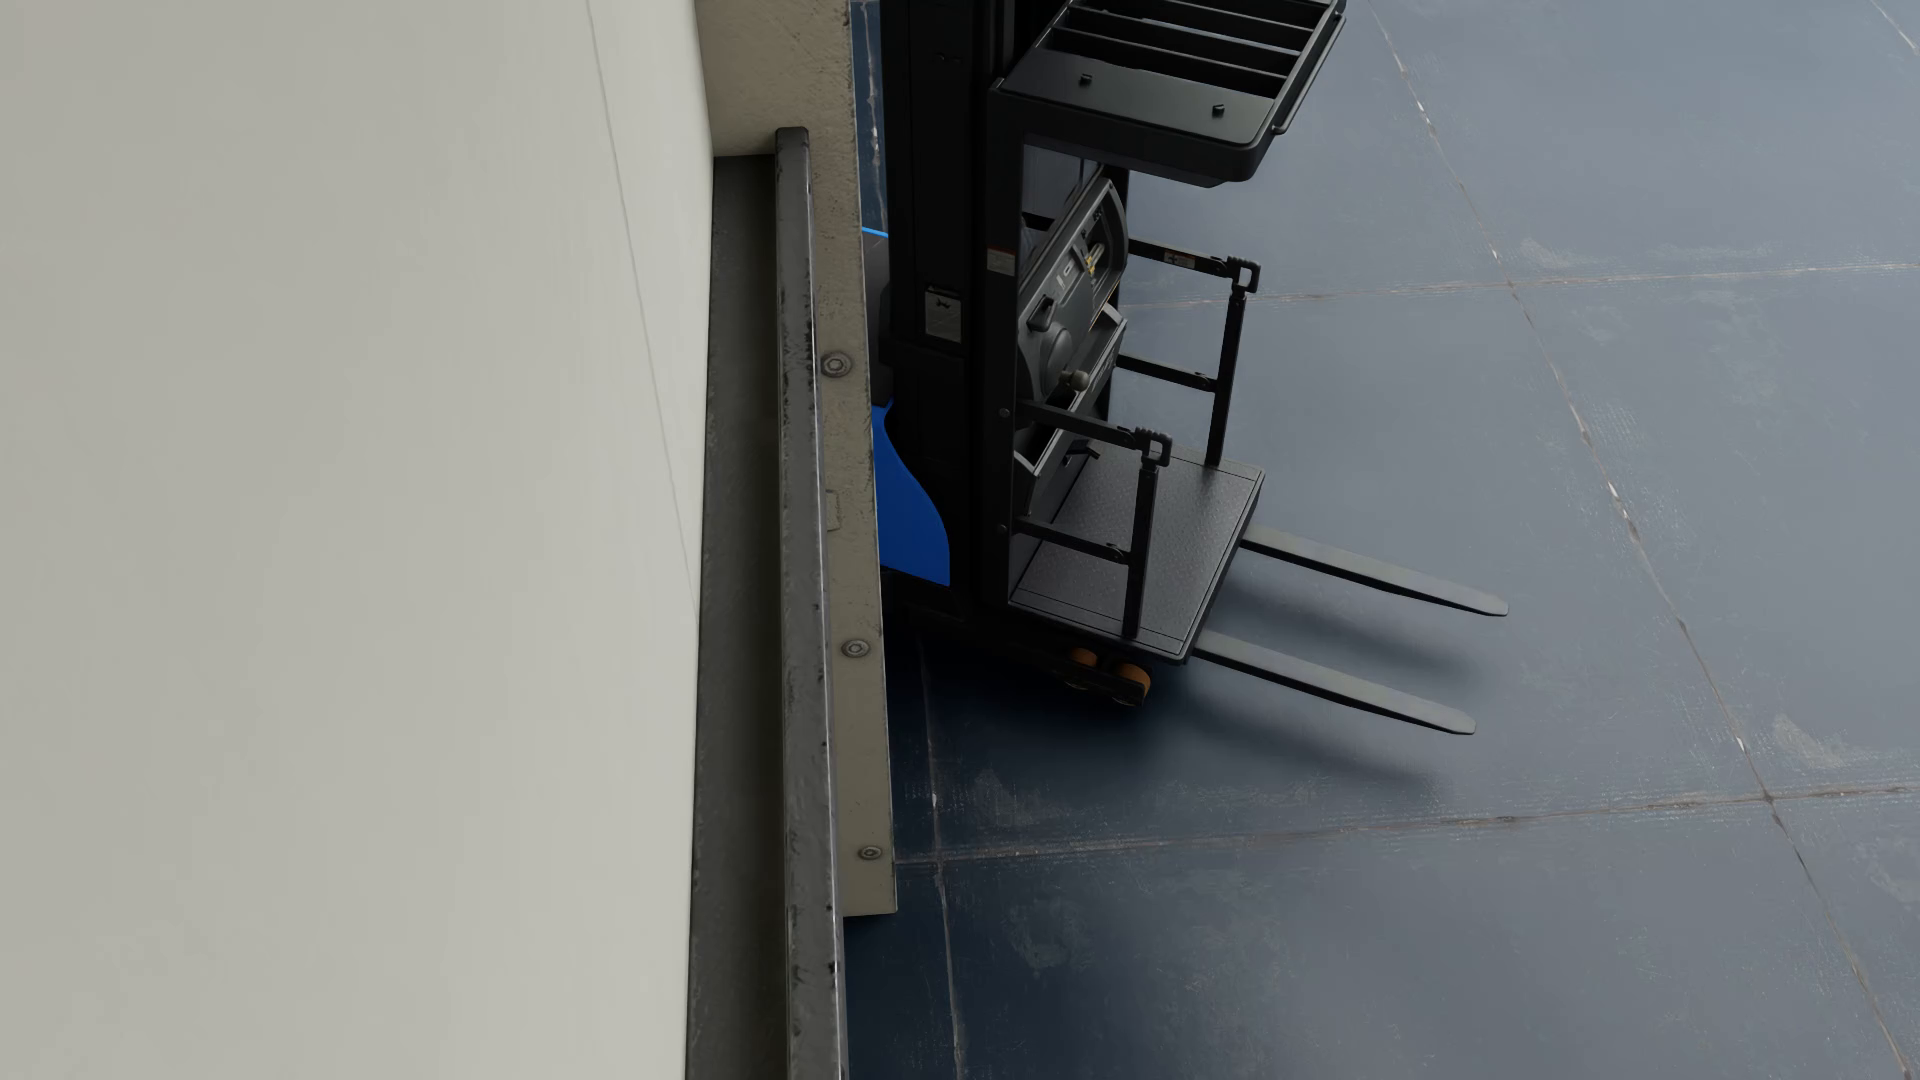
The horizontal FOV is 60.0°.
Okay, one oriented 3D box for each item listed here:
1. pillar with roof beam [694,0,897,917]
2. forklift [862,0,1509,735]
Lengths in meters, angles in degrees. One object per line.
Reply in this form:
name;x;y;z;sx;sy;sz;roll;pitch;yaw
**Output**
pillar with roof beam;3.906;-2.218;2.789;9.100;9.000;0.400;-3;47;-3
forklift;0.577;-0.825;5.649;3.031;2.935;1.130;18;49;16
